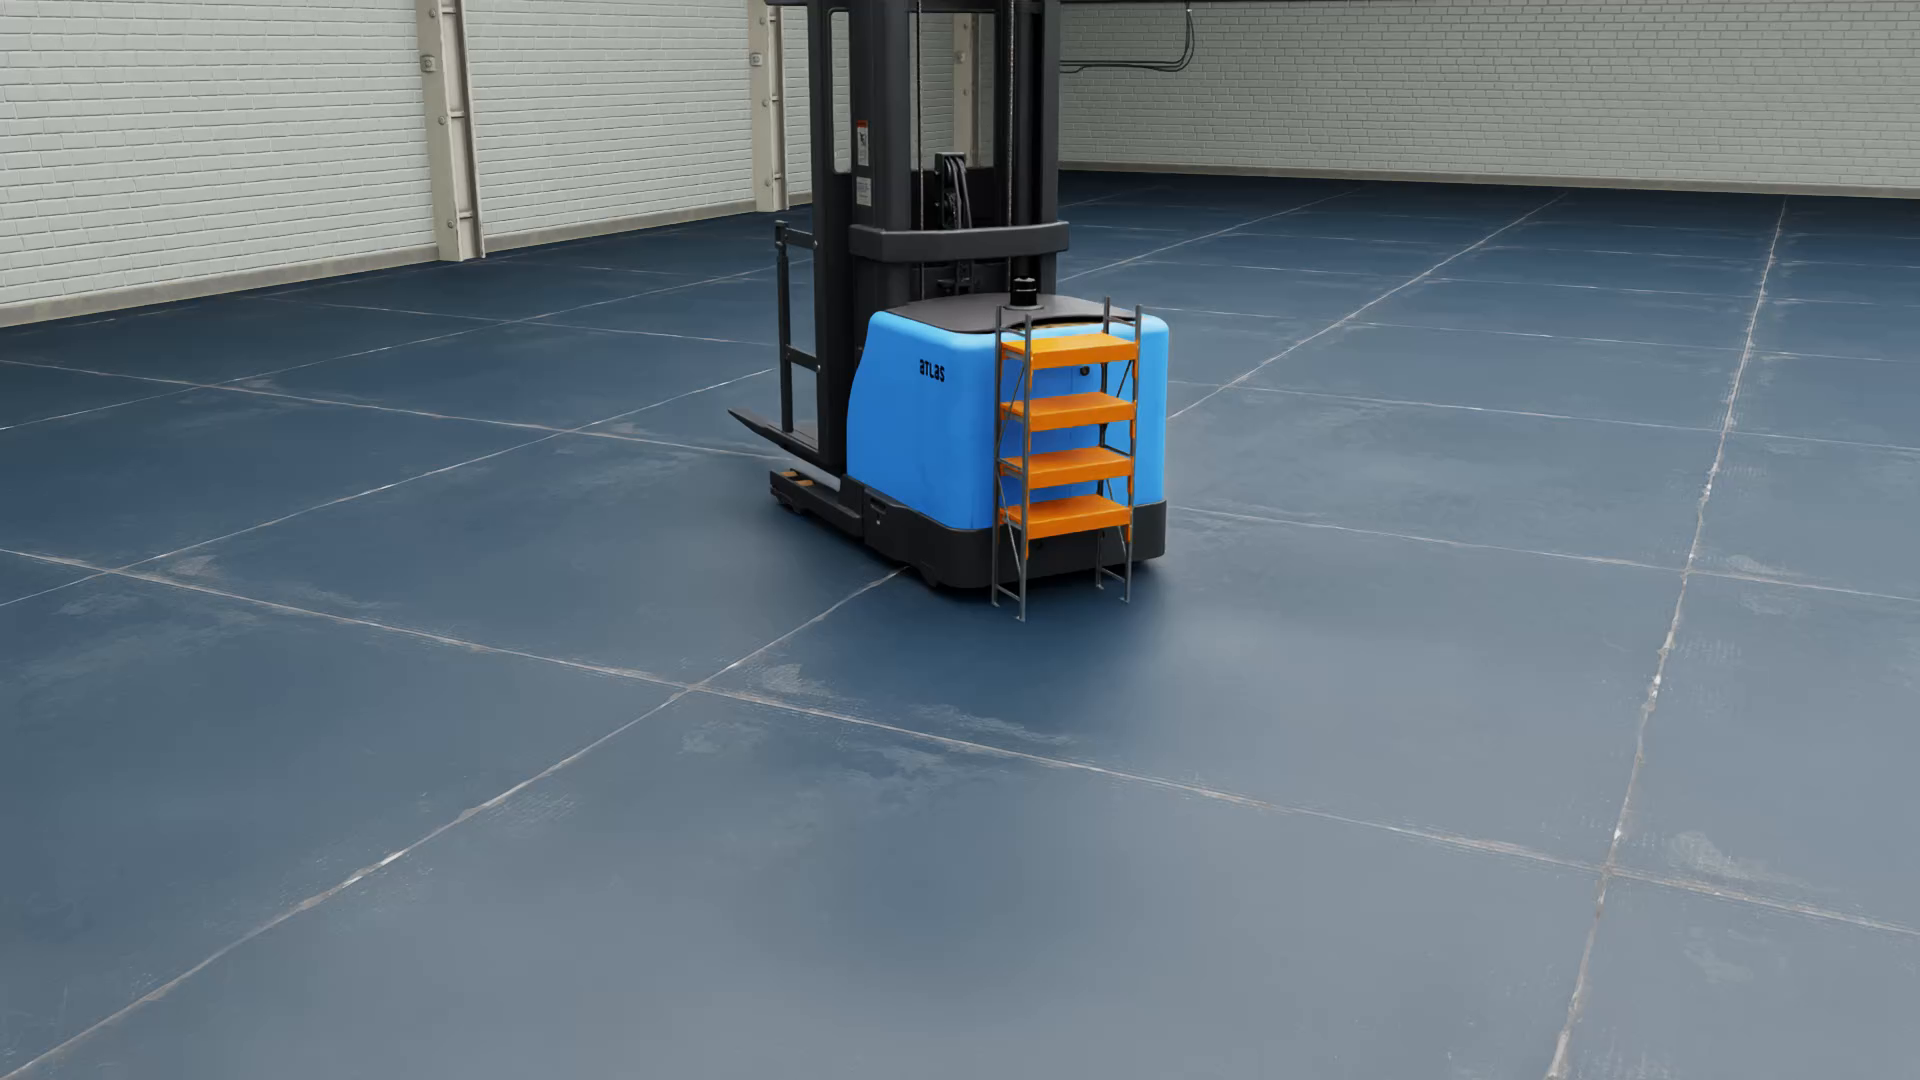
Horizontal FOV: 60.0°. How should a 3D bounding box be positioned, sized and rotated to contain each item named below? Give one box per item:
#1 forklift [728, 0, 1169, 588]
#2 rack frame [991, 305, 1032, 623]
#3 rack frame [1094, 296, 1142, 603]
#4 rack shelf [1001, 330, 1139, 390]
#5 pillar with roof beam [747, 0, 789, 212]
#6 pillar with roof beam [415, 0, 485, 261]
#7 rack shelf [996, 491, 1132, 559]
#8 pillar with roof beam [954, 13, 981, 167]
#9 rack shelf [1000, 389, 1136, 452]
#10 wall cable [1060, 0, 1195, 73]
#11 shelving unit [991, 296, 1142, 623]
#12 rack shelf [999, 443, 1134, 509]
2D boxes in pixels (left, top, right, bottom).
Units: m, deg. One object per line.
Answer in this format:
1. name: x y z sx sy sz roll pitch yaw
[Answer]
1. forklift: -0.269 -1.582 7.703 1.130 2.935 3.031 -9 19 -27
2. rack frame: 0.194 -0.285 6.367 0.015 1.200 0.240 -9 20 -27
3. rack frame: 0.623 -0.351 6.590 0.015 1.200 0.240 -9 20 -27
4. rack shelf: 0.412 -0.693 6.360 0.480 0.148 0.258 -9 20 -27
5. pillar with roof beam: 1.290 -8.256 19.515 9.100 9.000 0.400 8 18 25
6. pillar with roof beam: -1.391 -6.727 14.369 9.100 9.000 0.400 8 18 25
7. rack shelf: 0.406 -0.064 6.558 0.480 0.148 0.258 -9 20 -27
8. pillar with roof beam: 3.971 -9.784 24.660 9.100 9.000 0.400 8 18 25
9. rack shelf: 0.410 -0.467 6.431 0.480 0.148 0.258 -9 20 -27
10. wall cable: 2.619 -9.425 28.906 3.097 2.526 0.112 8 18 25
11. shelving unit: 0.408 -0.318 6.478 0.503 1.200 0.258 -9 20 -27
12. rack shelf: 0.408 -0.254 6.498 0.480 0.148 0.258 -9 20 -27
